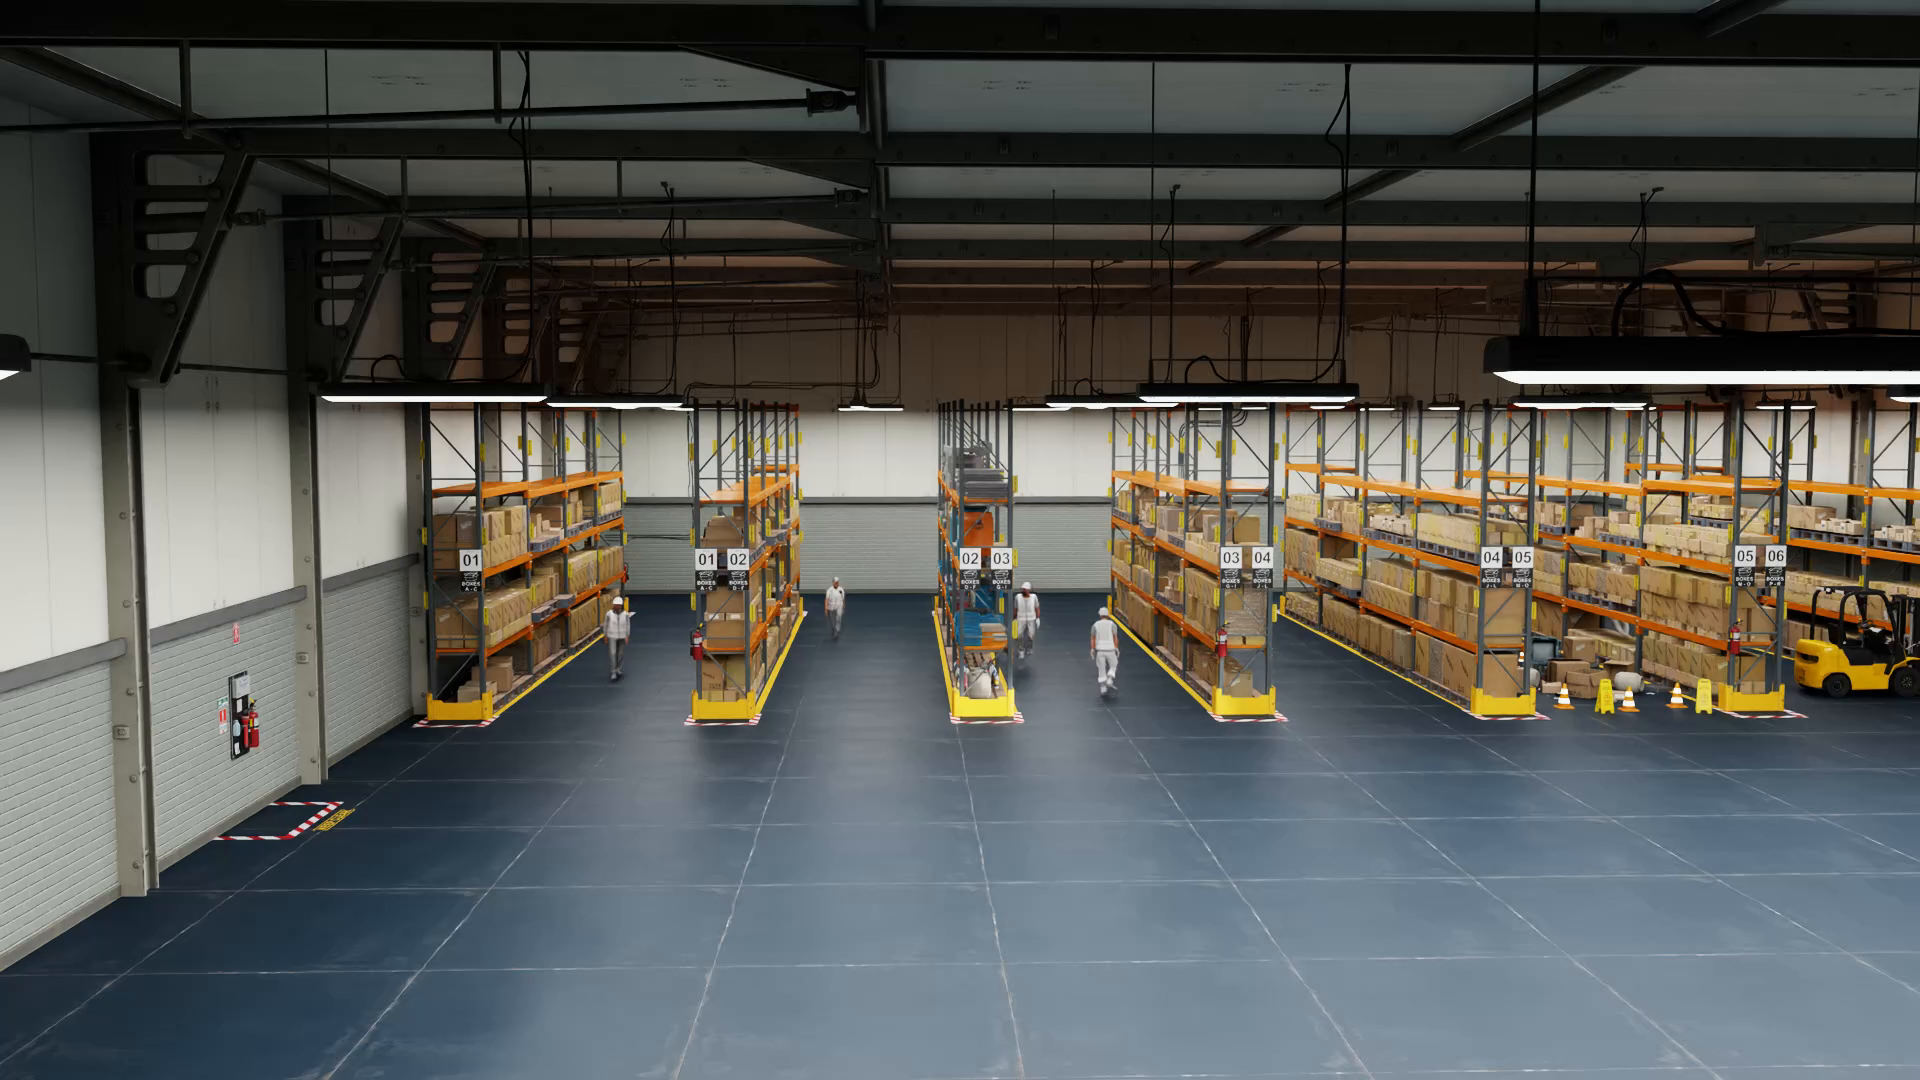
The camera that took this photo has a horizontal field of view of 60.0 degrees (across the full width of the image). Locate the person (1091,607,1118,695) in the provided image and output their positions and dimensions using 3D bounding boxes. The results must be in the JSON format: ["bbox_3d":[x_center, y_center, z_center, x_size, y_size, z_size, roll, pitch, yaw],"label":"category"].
[{"bbox_3d":[2.939,2.259,33.834,0.564,1.781,0.493,1,4,11],"label":"person"}]

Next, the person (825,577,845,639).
[{"bbox_3d":[-3.132,1.734,41.601,0.495,1.577,1.008,0,4,3],"label":"person"}]

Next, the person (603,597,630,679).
[{"bbox_3d":[-7.422,2.096,36.051,0.555,1.726,0.941,-2,5,-27],"label":"person"}]

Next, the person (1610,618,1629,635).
[{"bbox_3d":[16.594,1.686,41.618,0.632,1.808,0.468,-2,5,-25],"label":"person"}]

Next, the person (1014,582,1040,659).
[{"bbox_3d":[1.502,1.794,37.395,0.595,1.703,0.568,0,4,2],"label":"person"}]
